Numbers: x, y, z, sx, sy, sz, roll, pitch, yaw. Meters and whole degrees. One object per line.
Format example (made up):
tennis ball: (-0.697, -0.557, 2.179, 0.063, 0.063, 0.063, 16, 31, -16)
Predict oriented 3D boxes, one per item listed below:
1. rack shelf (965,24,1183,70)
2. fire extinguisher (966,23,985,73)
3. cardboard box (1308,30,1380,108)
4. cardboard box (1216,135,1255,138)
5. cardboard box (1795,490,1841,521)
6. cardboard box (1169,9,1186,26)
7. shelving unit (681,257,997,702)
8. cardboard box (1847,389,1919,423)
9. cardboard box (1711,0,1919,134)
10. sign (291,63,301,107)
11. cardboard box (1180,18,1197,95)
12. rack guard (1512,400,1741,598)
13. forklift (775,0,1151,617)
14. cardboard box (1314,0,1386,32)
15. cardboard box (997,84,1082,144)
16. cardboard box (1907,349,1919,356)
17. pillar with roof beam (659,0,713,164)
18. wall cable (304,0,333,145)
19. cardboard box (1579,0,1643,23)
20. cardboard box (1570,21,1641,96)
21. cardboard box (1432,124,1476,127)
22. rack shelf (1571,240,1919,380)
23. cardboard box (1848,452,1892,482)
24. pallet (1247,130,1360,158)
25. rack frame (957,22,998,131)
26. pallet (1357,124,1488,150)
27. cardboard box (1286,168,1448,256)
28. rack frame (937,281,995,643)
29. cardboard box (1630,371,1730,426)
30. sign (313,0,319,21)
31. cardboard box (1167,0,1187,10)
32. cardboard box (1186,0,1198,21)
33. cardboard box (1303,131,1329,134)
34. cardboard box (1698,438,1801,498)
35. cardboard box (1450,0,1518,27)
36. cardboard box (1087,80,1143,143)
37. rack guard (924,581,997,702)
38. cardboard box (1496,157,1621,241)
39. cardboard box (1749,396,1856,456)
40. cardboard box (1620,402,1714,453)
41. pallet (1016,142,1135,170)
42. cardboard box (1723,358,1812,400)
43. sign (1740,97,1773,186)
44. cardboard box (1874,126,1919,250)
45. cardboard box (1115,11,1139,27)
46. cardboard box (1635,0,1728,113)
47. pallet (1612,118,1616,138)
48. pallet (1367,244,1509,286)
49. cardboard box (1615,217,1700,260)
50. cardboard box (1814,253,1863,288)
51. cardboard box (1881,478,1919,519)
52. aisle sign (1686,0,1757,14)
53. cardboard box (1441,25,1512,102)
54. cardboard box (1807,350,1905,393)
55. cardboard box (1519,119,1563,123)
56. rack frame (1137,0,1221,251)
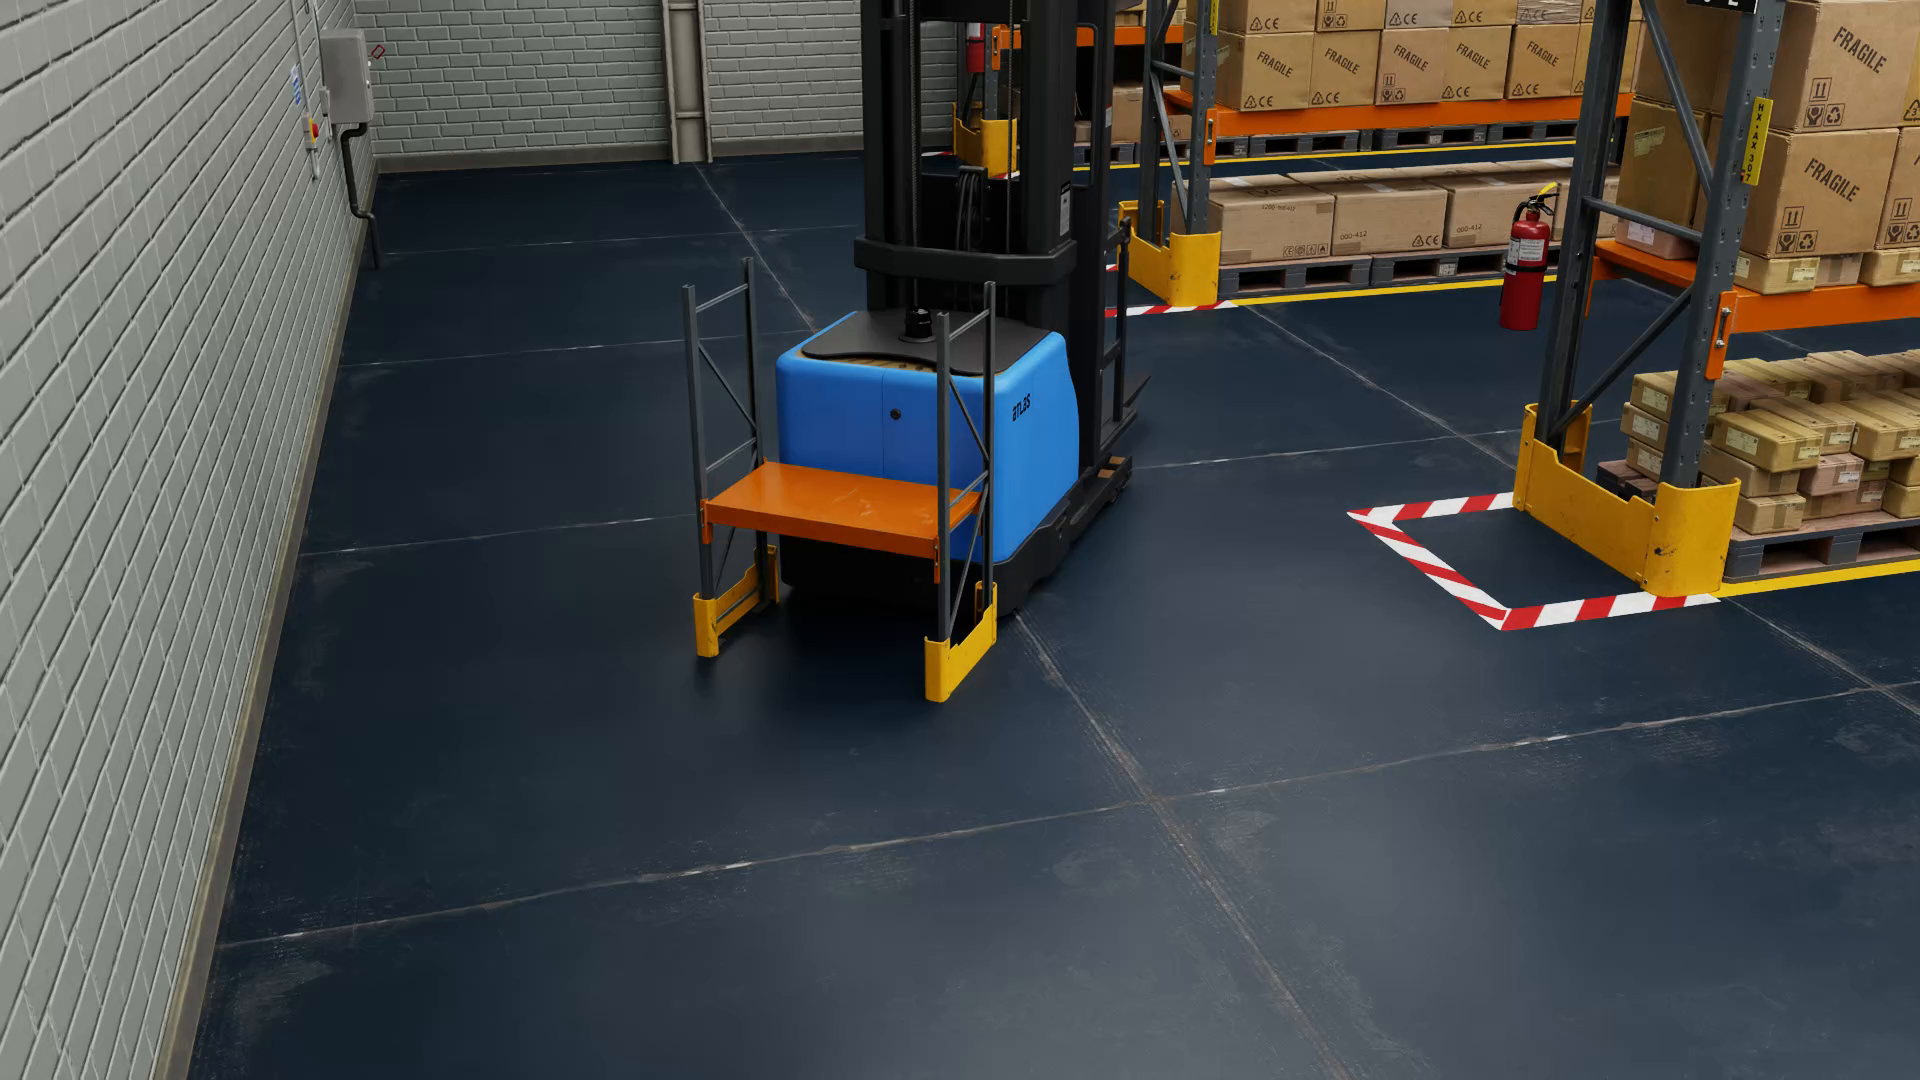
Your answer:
rack shelf: (2.087, -4.989, 16.486, 4.000, 0.370, 1.077, -6, 24, -14)
fire extinguisher: (0.145, -4.709, 15.491, 0.183, 0.674, 0.296, -6, 24, -14)
cardboard box: (2.525, -3.275, 11.453, 0.500, 0.500, 0.500, -7, 24, -15)
cardboard box: (2.609, -4.367, 16.761, 0.500, 0.500, 0.700, -7, 24, -16)
cardboard box: (3.761, -0.230, 7.566, 0.250, 0.149, 0.380, -6, 24, -15)
cardboard box: (2.054, -5.076, 16.095, 0.250, 0.149, 0.380, -6, 24, -13)
shelving unit: (-0.455, -0.257, 6.446, 1.083, 1.500, 0.587, 9, 25, 20)
cardboard box: (4.263, -0.548, 7.552, 0.250, 0.149, 0.380, -8, 24, -17)
cardboard box: (3.444, -1.943, 6.703, 0.500, 0.500, 0.500, -6, 24, -15)
sign: (-3.963, -2.713, 9.925, 0.001, 0.218, 0.327, -6, 24, -14)
cardboard box: (1.899, -3.421, 11.791, 0.500, 0.500, 0.500, -6, 24, -14)
rack guard: (3.013, -0.214, 7.614, 0.348, 0.500, 1.175, -6, 24, -14)
forklift: (0.224, -1.579, 7.714, 1.130, 2.935, 3.031, 8, 25, 19)
cardboard box: (2.541, -3.729, 11.242, 0.500, 0.500, 0.500, -7, 24, -16)
cardboard box: (0.776, -4.182, 16.325, 0.637, 0.503, 0.797, -7, 24, -16)
cardboard box: (4.892, -0.822, 8.190, 0.250, 0.149, 0.380, -6, 24, -14)
pillar with roof beam: (-1.515, -6.284, 10.984, 0.400, 9.000, 9.100, -6, 24, -14)
wall cable: (-4.311, -3.617, 11.088, 0.122, 1.984, 0.588, -6, 24, -14)
cardboard box: (4.487, -3.948, 11.753, 0.500, 0.500, 0.500, -7, 24, -15)
cardboard box: (4.486, -3.491, 11.956, 0.500, 0.500, 0.500, -7, 24, -16)
cardboard box: (5.049, -4.604, 17.313, 0.500, 0.500, 0.500, -7, 24, -15)
rack shelf: (4.866, -1.237, 7.740, 4.000, 0.370, 1.077, -6, 24, -14)
cardboard box: (4.005, -0.400, 7.583, 0.250, 0.149, 0.380, -6, 24, -14)
pallet: (3.351, -4.179, 17.221, 1.213, 0.211, 1.003, -6, 24, -14)
rack frame: (0.161, -5.107, 15.848, 0.127, 3.000, 1.000, -6, 24, -14)
pallet: (4.786, -4.352, 17.626, 1.213, 0.211, 1.003, -6, 24, -14)
cardboard box: (2.993, -2.447, 12.366, 0.875, 0.438, 0.875, -6, 24, -13)
rack frame: (0.025, -0.181, 6.269, 0.032, 1.500, 0.500, 9, 25, 20)
cardboard box: (3.382, -0.663, 7.820, 0.250, 0.149, 0.380, -6, 24, -14)
sign: (-4.528, -3.763, 11.668, 0.001, 0.242, 0.339, -6, 24, -14)
cardboard box: (2.130, -5.292, 16.093, 0.500, 0.250, 0.500, -7, 24, -16)
cardboard box: (1.906, -3.870, 11.570, 0.500, 0.500, 0.500, -6, 24, -13)
cardboard box: (3.556, -4.245, 16.922, 0.250, 0.149, 0.380, -7, 24, -16)
cardboard box: (3.514, -0.332, 7.426, 0.250, 0.149, 0.380, -5, 24, -12)
cardboard box: (3.514, -3.840, 11.501, 0.500, 0.500, 0.500, -6, 24, -14)
cardboard box: (1.610, -4.257, 16.504, 0.500, 0.500, 0.700, -5, 24, -12)
rack guard: (0.007, 0.391, 6.522, 0.087, 0.250, 0.587, 9, 25, 20)
cardboard box: (4.724, -2.638, 12.811, 0.875, 0.438, 0.875, -7, 24, -15)
cardboard box: (3.769, -0.512, 7.468, 0.250, 0.149, 0.380, -6, 24, -13)
cardboard box: (3.371, -0.538, 7.906, 0.250, 0.149, 0.380, -7, 24, -16)
pallet: (1.002, -3.919, 16.615, 1.213, 0.211, 1.003, -6, 24, -14)
cardboard box: (3.854, -0.744, 8.008, 0.250, 0.149, 0.380, -7, 24, -16)
sign: (3.087, -1.546, 6.451, 0.005, 0.325, 0.100, -6, 24, -14)
cardboard box: (3.956, -1.547, 7.046, 0.500, 0.500, 0.500, -6, 24, -14)
cardboard box: (1.542, -5.042, 16.016, 0.250, 0.149, 0.380, -6, 24, -14)
cardboard box: (3.314, -2.140, 7.160, 0.500, 0.500, 0.500, -7, 24, -15)
pallet: (7.135, -4.612, 18.232, 1.213, 0.211, 1.003, -6, 24, -14)
pallet: (3.427, -2.185, 12.574, 1.213, 0.211, 1.003, -6, 24, -14)
cardboard box: (3.178, -1.381, 7.483, 0.250, 0.149, 0.380, -6, 24, -14)
cardboard box: (3.575, -1.192, 7.042, 0.250, 0.149, 0.380, -5, 24, -12)
cardboard box: (4.274, -0.245, 7.600, 0.250, 0.149, 0.380, -6, 24, -14)
aisle sign: (2.951, -2.427, 6.306, 0.004, 0.787, 0.394, -6, 24, -14)
cardboard box: (3.497, -3.382, 11.702, 0.500, 0.500, 0.500, -6, 24, -13)
cardboard box: (4.364, -0.797, 8.132, 0.250, 0.149, 0.380, -5, 24, -12)
cardboard box: (6.032, -4.708, 17.556, 0.500, 0.500, 0.500, -7, 24, -16)
rack frame: (1.506, -3.223, 11.457, 0.127, 3.000, 1.000, -6, 24, -14)
